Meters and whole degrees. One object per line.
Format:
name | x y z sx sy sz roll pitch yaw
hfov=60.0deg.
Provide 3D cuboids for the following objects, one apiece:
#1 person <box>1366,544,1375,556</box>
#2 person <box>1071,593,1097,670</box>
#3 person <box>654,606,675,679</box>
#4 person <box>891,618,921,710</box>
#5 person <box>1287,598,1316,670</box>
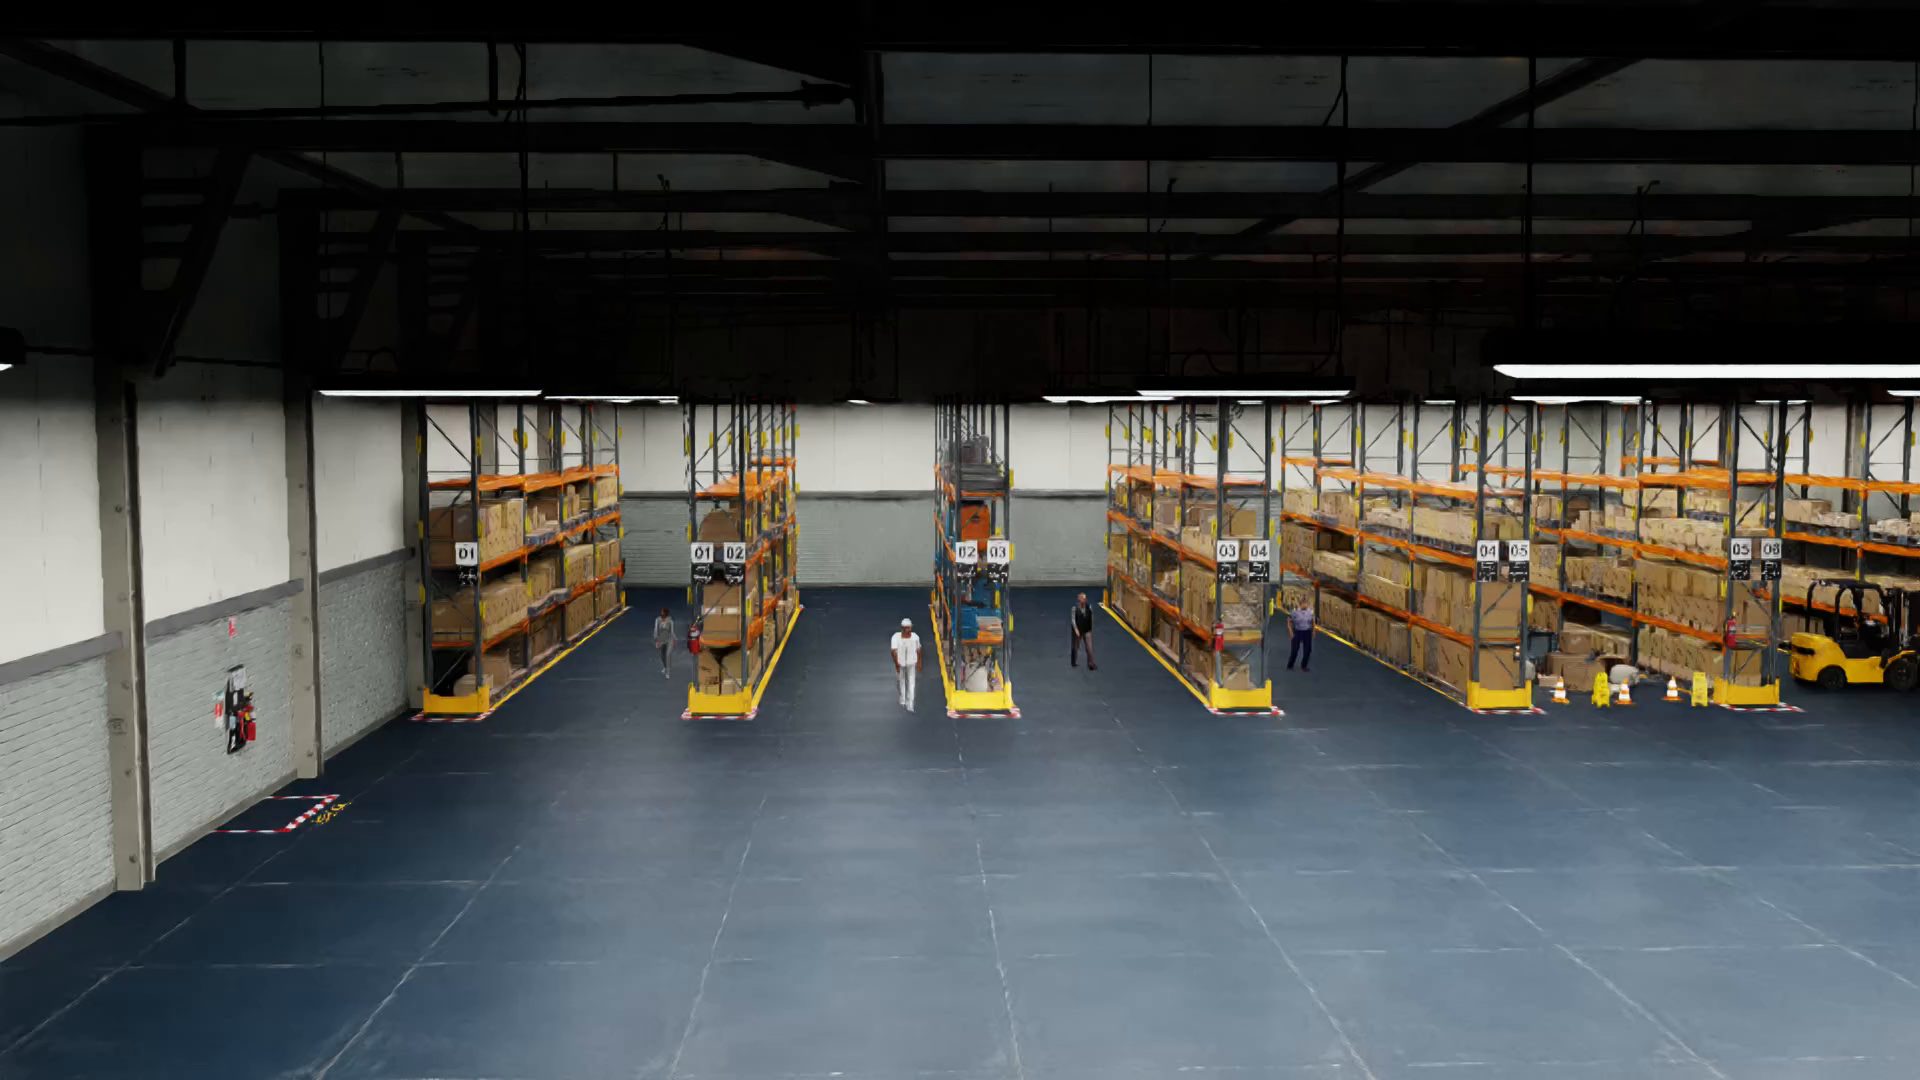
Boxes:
person | 12.312 0.927 49.613 0.566 1.662 0.506 -4 6 -43
person | 2.658 1.978 36.283 0.537 1.665 1.028 -1 5 -11
person | -6.247 2.138 35.115 0.417 1.515 1.036 0 5 0
person | -1.014 2.325 31.443 0.580 1.702 0.992 0 5 -4
person | 7.415 2.042 36.126 0.626 1.594 0.507 0 5 -4
